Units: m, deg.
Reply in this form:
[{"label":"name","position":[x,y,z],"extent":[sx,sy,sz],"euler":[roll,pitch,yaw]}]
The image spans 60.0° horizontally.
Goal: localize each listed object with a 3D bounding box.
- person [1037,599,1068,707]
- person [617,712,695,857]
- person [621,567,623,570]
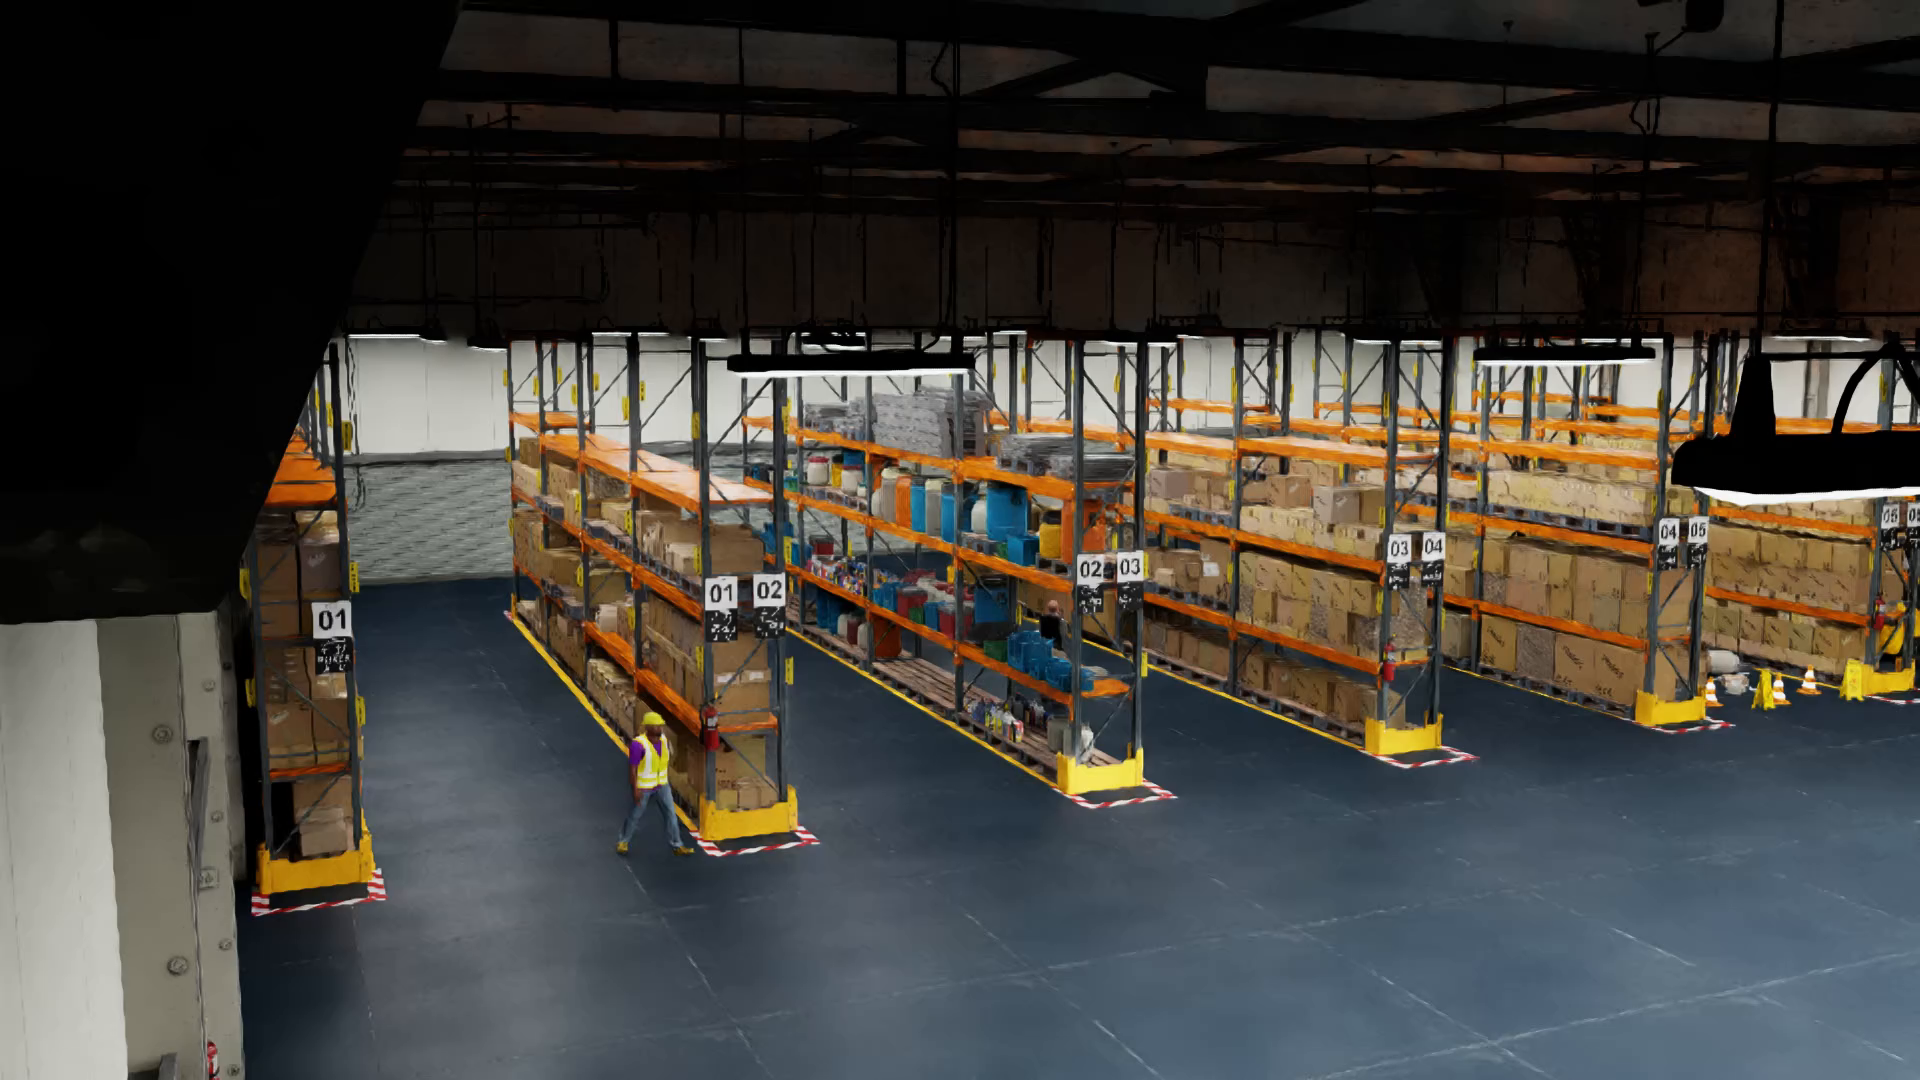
[{"label":"person","position":[1.524,1.809,26.926],"extent":[0.586,1.730,0.448],"euler":[6,10,36]},{"label":"person","position":[-3.600,2.848,19.393],"extent":[0.932,1.737,0.596],"euler":[7,11,43]},{"label":"person","position":[-7.338,0.725,35.296],"extent":[0.448,1.586,1.098],"euler":[-4,9,-25]}]
